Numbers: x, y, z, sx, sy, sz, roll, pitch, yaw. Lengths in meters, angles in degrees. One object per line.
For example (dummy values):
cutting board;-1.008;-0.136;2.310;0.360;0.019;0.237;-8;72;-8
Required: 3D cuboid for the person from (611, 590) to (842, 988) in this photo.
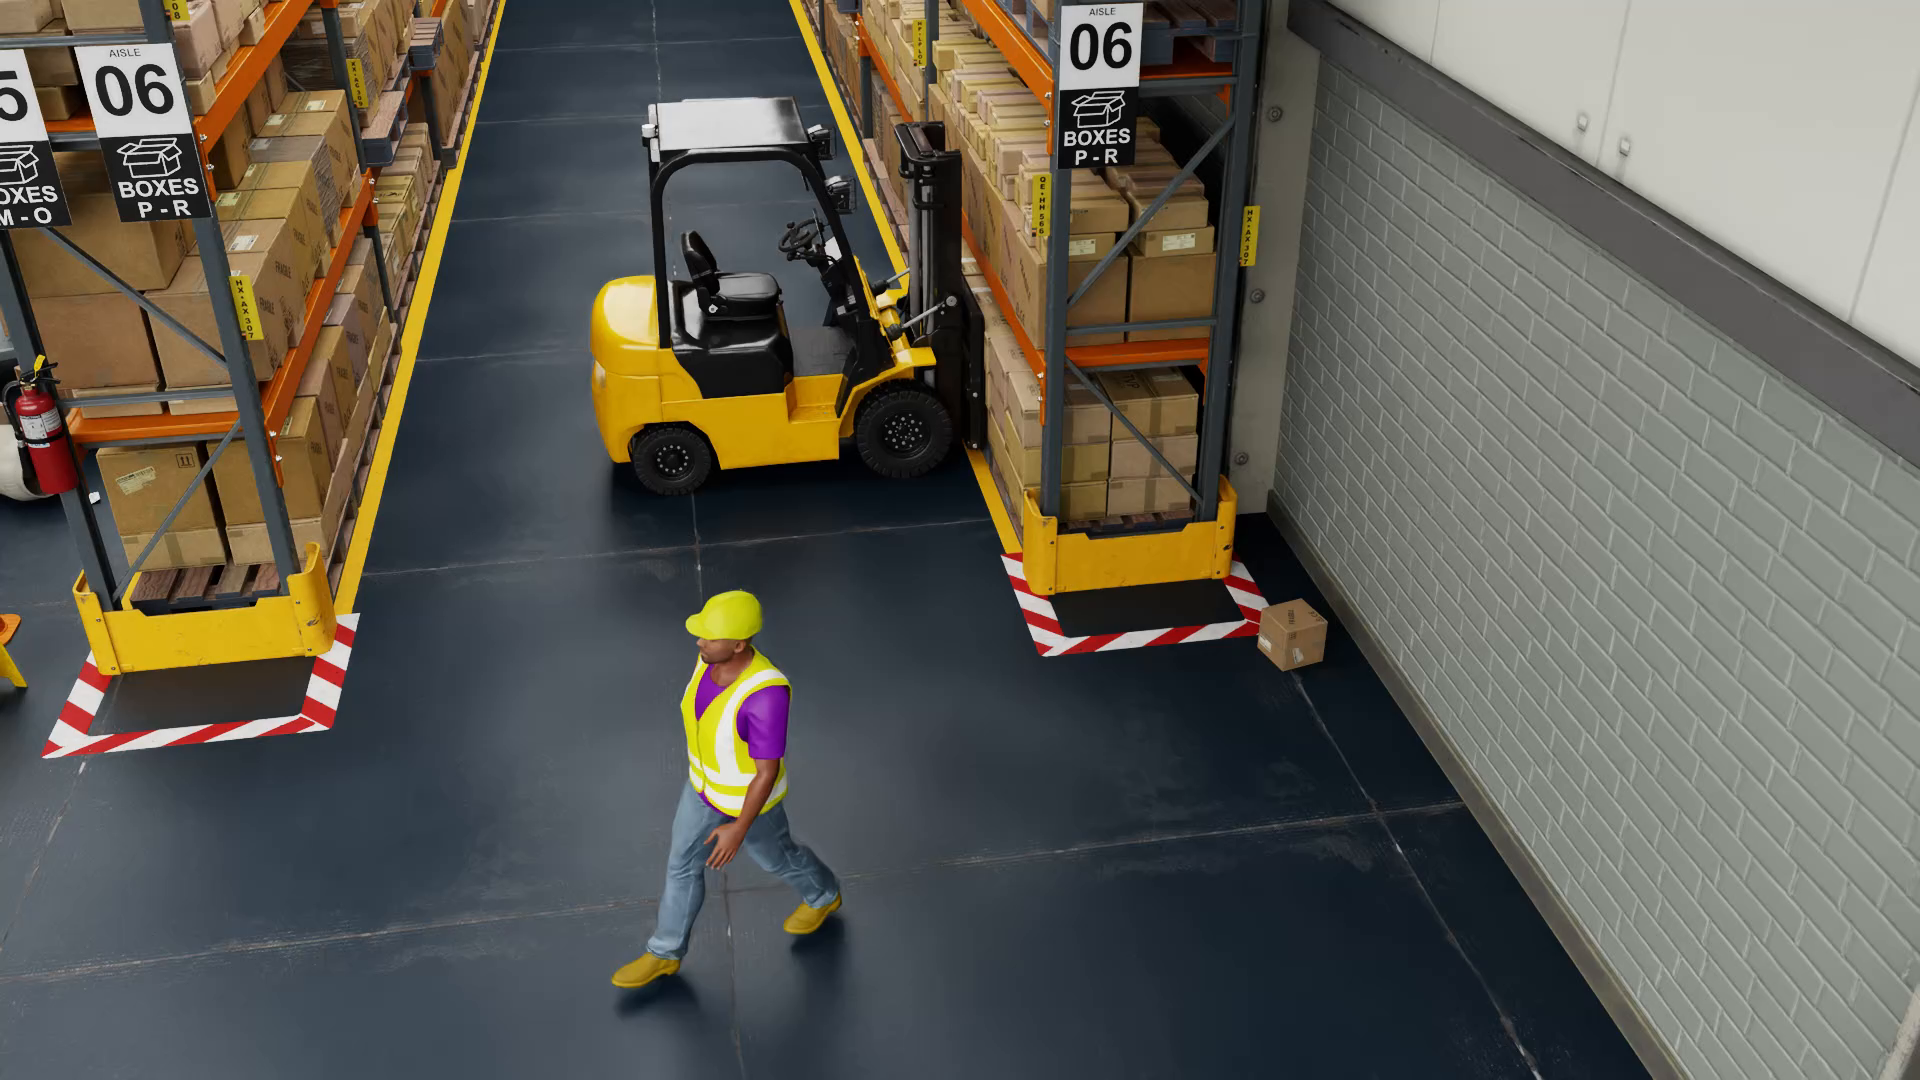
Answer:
person;-0.919;0.979;6.451;1.018;1.719;0.583;-24;38;-35
